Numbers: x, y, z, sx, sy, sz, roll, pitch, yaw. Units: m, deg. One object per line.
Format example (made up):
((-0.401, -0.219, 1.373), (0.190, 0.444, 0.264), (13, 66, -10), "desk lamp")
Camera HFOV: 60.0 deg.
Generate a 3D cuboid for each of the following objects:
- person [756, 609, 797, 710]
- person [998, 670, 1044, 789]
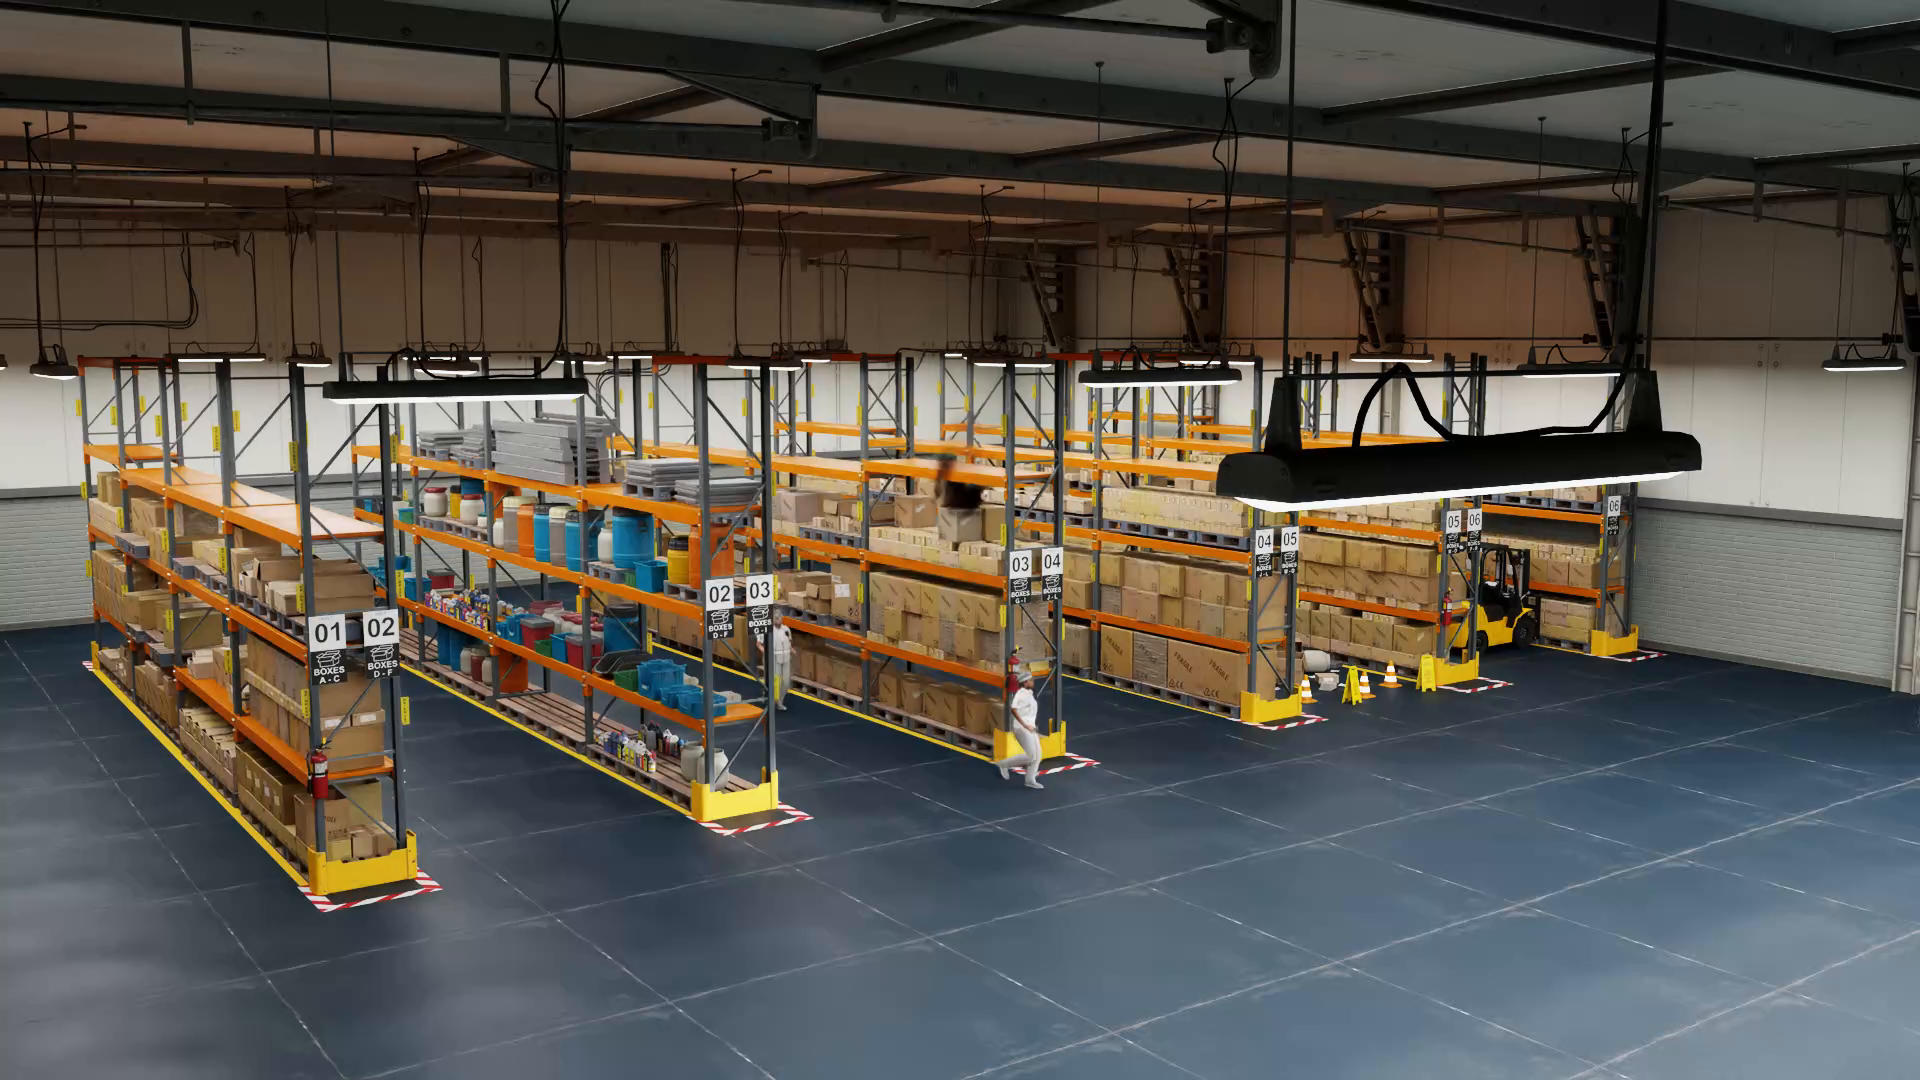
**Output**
((-3.076, 2.039, 28.296), (0.656, 1.734, 0.612), (-5, 9, -35), "person")
((0.918, 2.663, 23.627), (0.666, 1.631, 0.623), (2, 7, 16), "person")
